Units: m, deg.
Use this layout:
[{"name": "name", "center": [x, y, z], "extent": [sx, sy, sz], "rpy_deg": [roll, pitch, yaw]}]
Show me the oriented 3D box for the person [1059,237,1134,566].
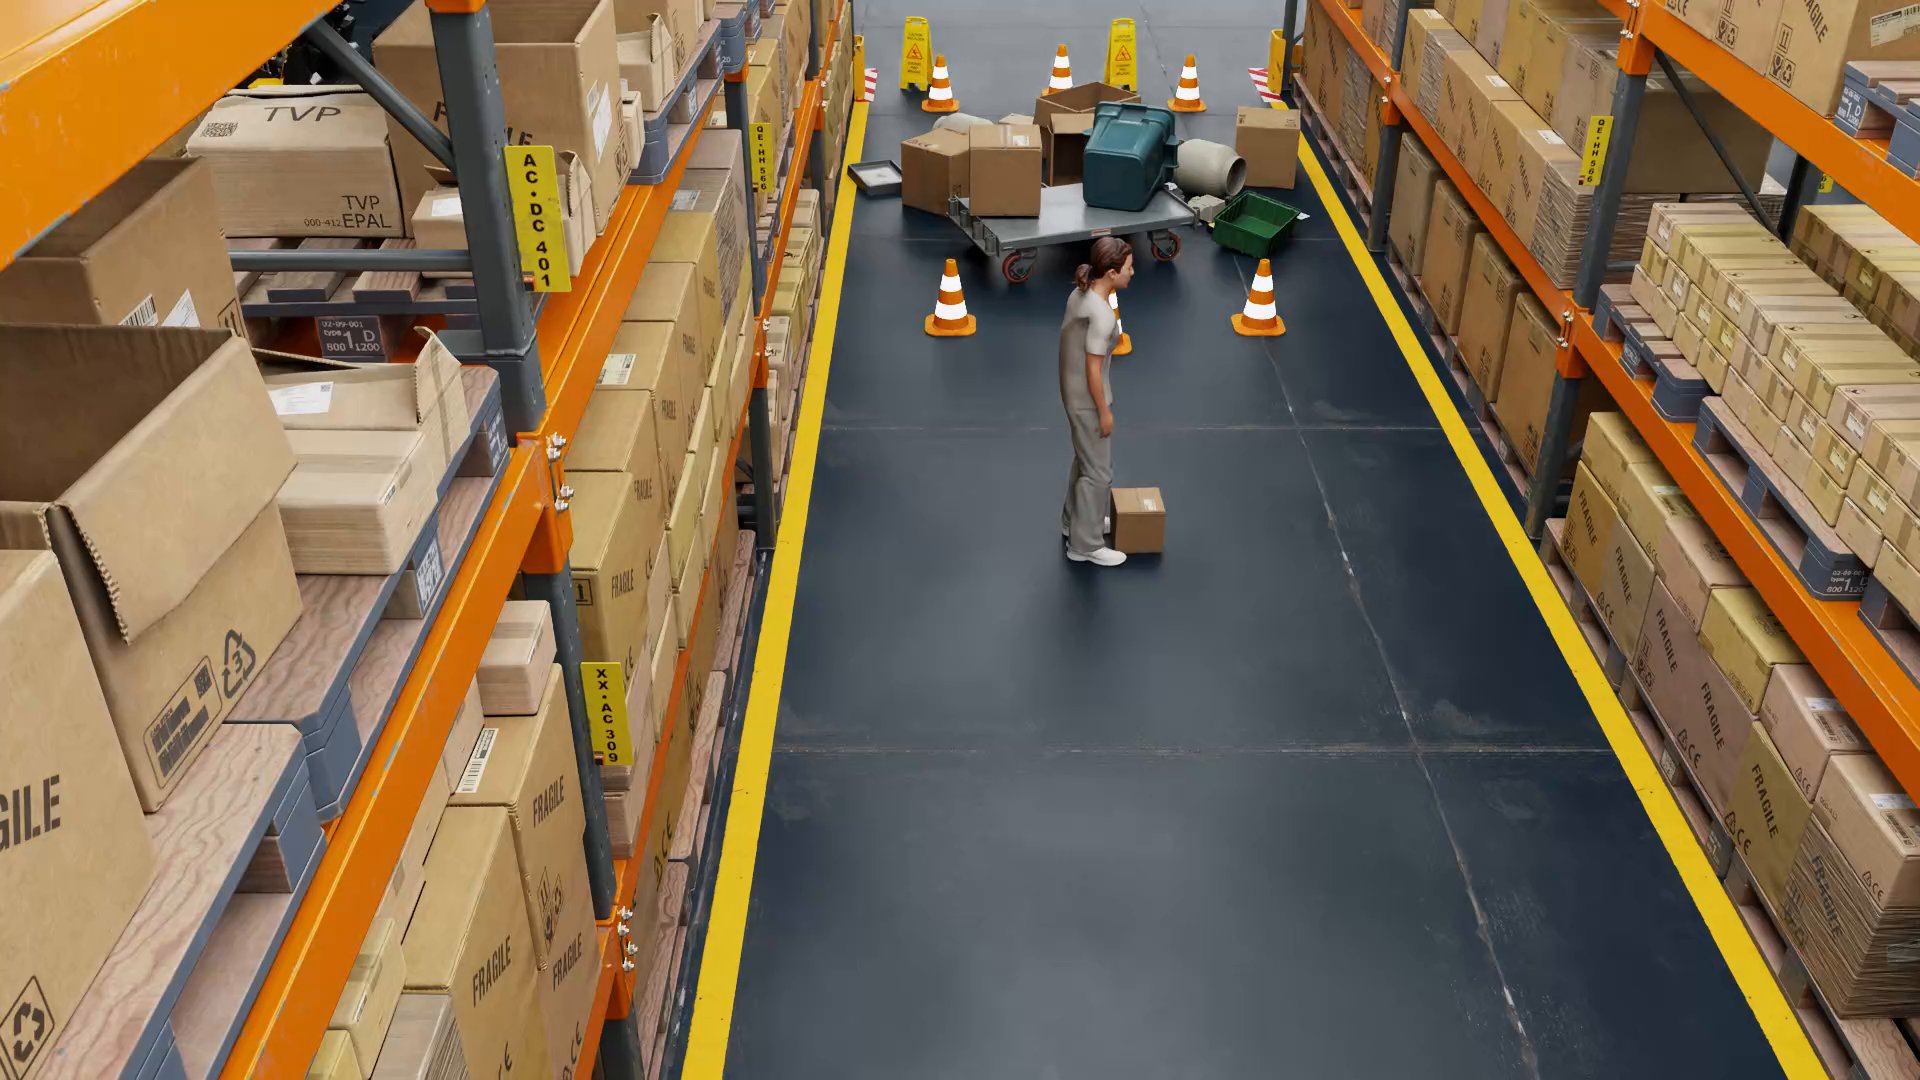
[{"name": "person", "center": [0.670, -0.700, 8.273], "extent": [0.360, 1.671, 0.508], "rpy_deg": [-2, 32, -3]}]
